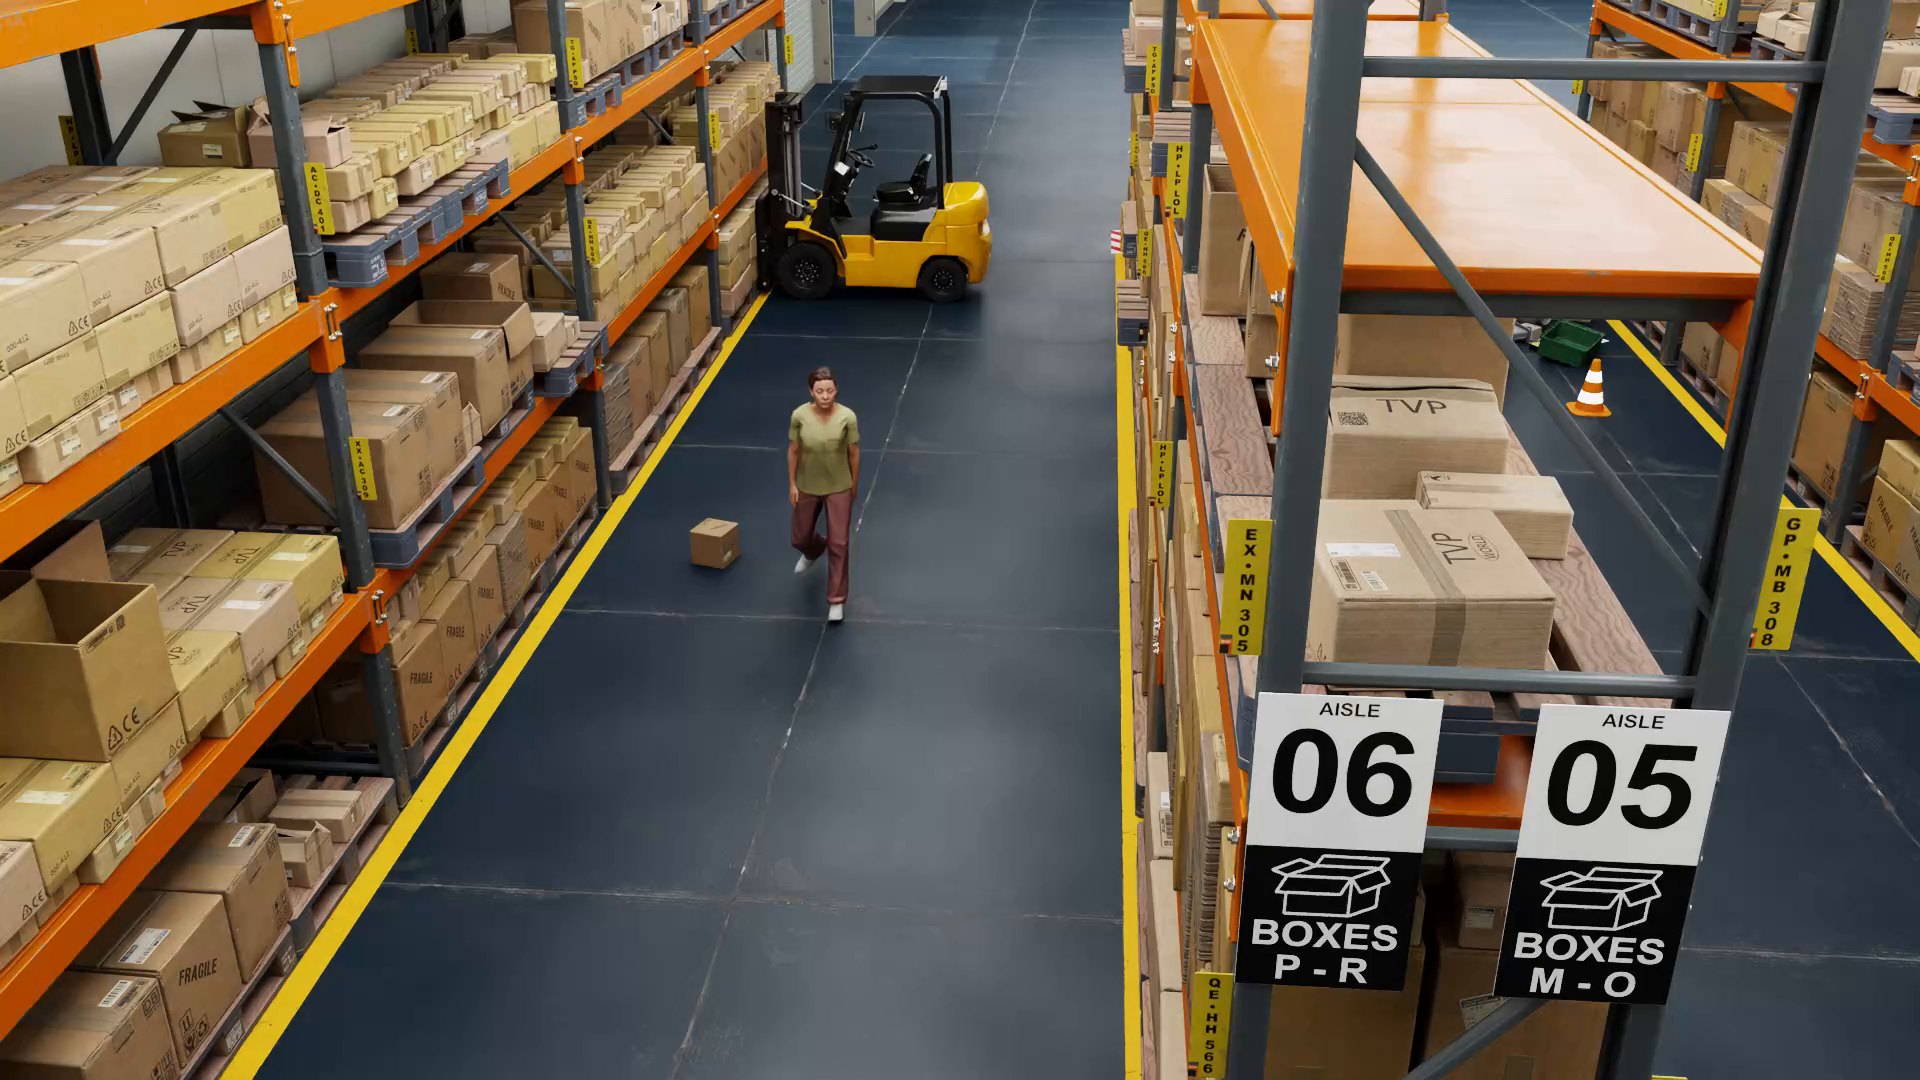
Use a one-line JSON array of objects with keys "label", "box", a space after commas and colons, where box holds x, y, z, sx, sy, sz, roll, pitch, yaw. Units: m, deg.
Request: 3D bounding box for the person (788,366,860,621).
[{"label": "person", "box": [-0.883, -0.360, 10.741, 0.488, 1.661, 0.732, 1, 25, 2]}]
